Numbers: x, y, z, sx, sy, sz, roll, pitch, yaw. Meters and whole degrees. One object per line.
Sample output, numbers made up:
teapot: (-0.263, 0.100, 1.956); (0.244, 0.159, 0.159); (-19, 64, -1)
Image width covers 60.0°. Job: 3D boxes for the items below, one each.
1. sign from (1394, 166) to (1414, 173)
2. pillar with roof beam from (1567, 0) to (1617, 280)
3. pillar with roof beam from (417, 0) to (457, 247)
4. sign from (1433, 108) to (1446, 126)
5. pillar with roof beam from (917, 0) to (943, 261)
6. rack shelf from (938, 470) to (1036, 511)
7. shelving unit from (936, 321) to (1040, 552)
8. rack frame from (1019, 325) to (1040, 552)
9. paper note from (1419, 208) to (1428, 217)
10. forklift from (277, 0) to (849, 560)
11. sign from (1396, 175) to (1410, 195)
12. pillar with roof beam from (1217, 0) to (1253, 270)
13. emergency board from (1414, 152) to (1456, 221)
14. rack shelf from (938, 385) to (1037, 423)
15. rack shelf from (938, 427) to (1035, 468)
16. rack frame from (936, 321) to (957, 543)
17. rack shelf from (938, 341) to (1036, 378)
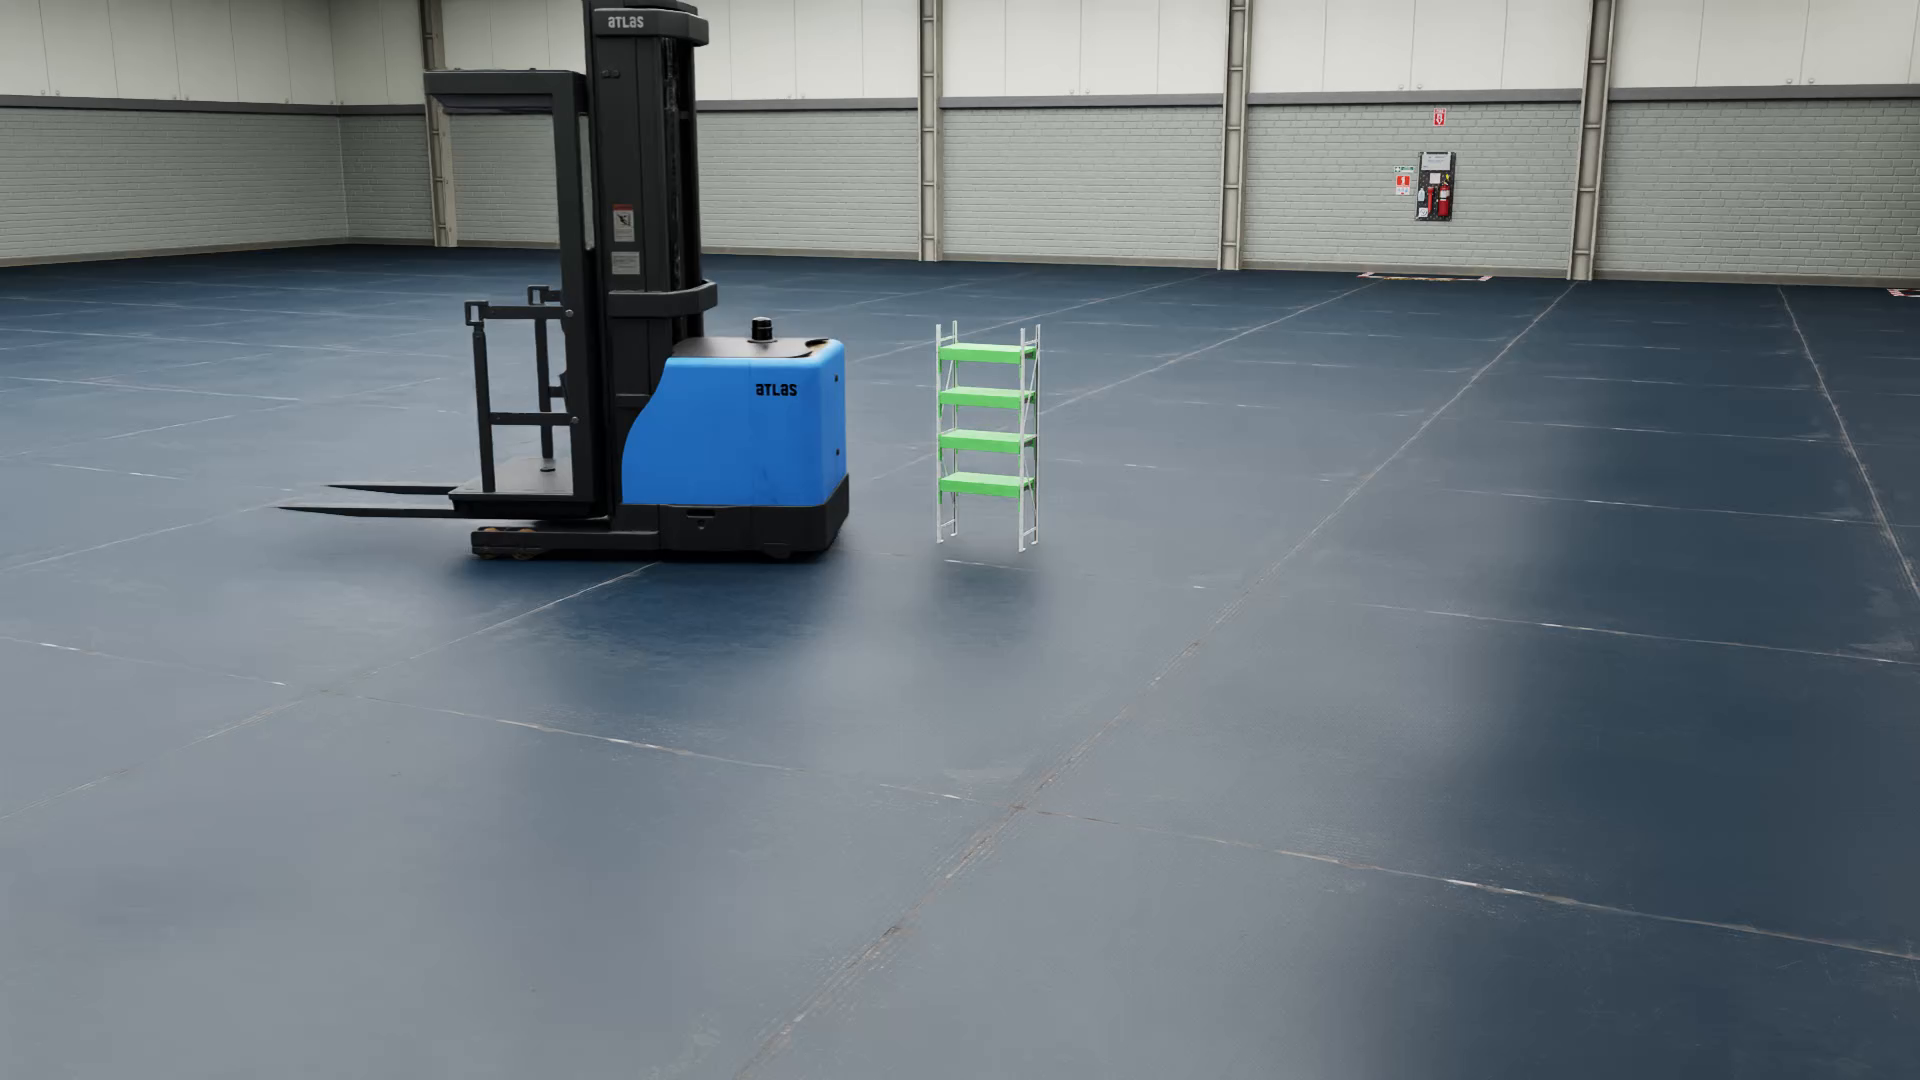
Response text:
sign: (7.695, -6.419, 28.805); (0.331, 0.109, 0.001); (6, 14, 23)
pillar with roof beam: (8.658, -7.858, 23.044); (0.400, 9.000, 9.100); (6, 14, 23)
pillar with roof beam: (-13.285, -10.078, 32.507); (0.400, 9.000, 9.100); (6, 14, 23)
sign: (8.191, -7.223, 28.396); (0.199, 0.298, 0.001); (6, 14, 23)
pillar with roof beam: (-2.313, -8.968, 27.775); (0.400, 9.000, 9.100); (6, 14, 23)
rack shelf: (0.151, -0.273, 9.122); (0.480, 0.148, 0.258); (6, 14, 23)
shelving unit: (0.151, -0.569, 9.052); (0.503, 1.200, 0.258); (6, 14, 23)
rack frame: (0.374, -0.546, 8.956); (0.015, 1.200, 0.240); (6, 14, 23)
paper note: (8.024, -5.675, 28.801); (0.142, 0.148, 0.016); (6, 14, 23)
forklift: (-2.181, -1.439, 8.973); (3.031, 2.935, 1.130); (1, 13, 4)
sign: (7.694, -6.163, 28.875); (0.234, 0.329, 0.001); (6, 14, 23)
pillar with roof beam: (3.172, -8.413, 25.410); (0.400, 9.000, 9.100); (6, 14, 23)
emergency board: (8.158, -6.073, 28.569); (0.643, 1.169, 0.194); (6, 14, 23)
rack shelf: (0.151, -0.740, 9.012); (0.480, 0.148, 0.258); (6, 14, 23)
rack shelf: (0.151, -0.507, 9.067); (0.480, 0.148, 0.258); (6, 14, 23)
rack frame: (-0.072, -0.591, 9.149); (0.015, 1.200, 0.240); (6, 14, 23)
rack shelf: (0.151, -0.974, 8.957); (0.480, 0.148, 0.258); (6, 14, 23)
